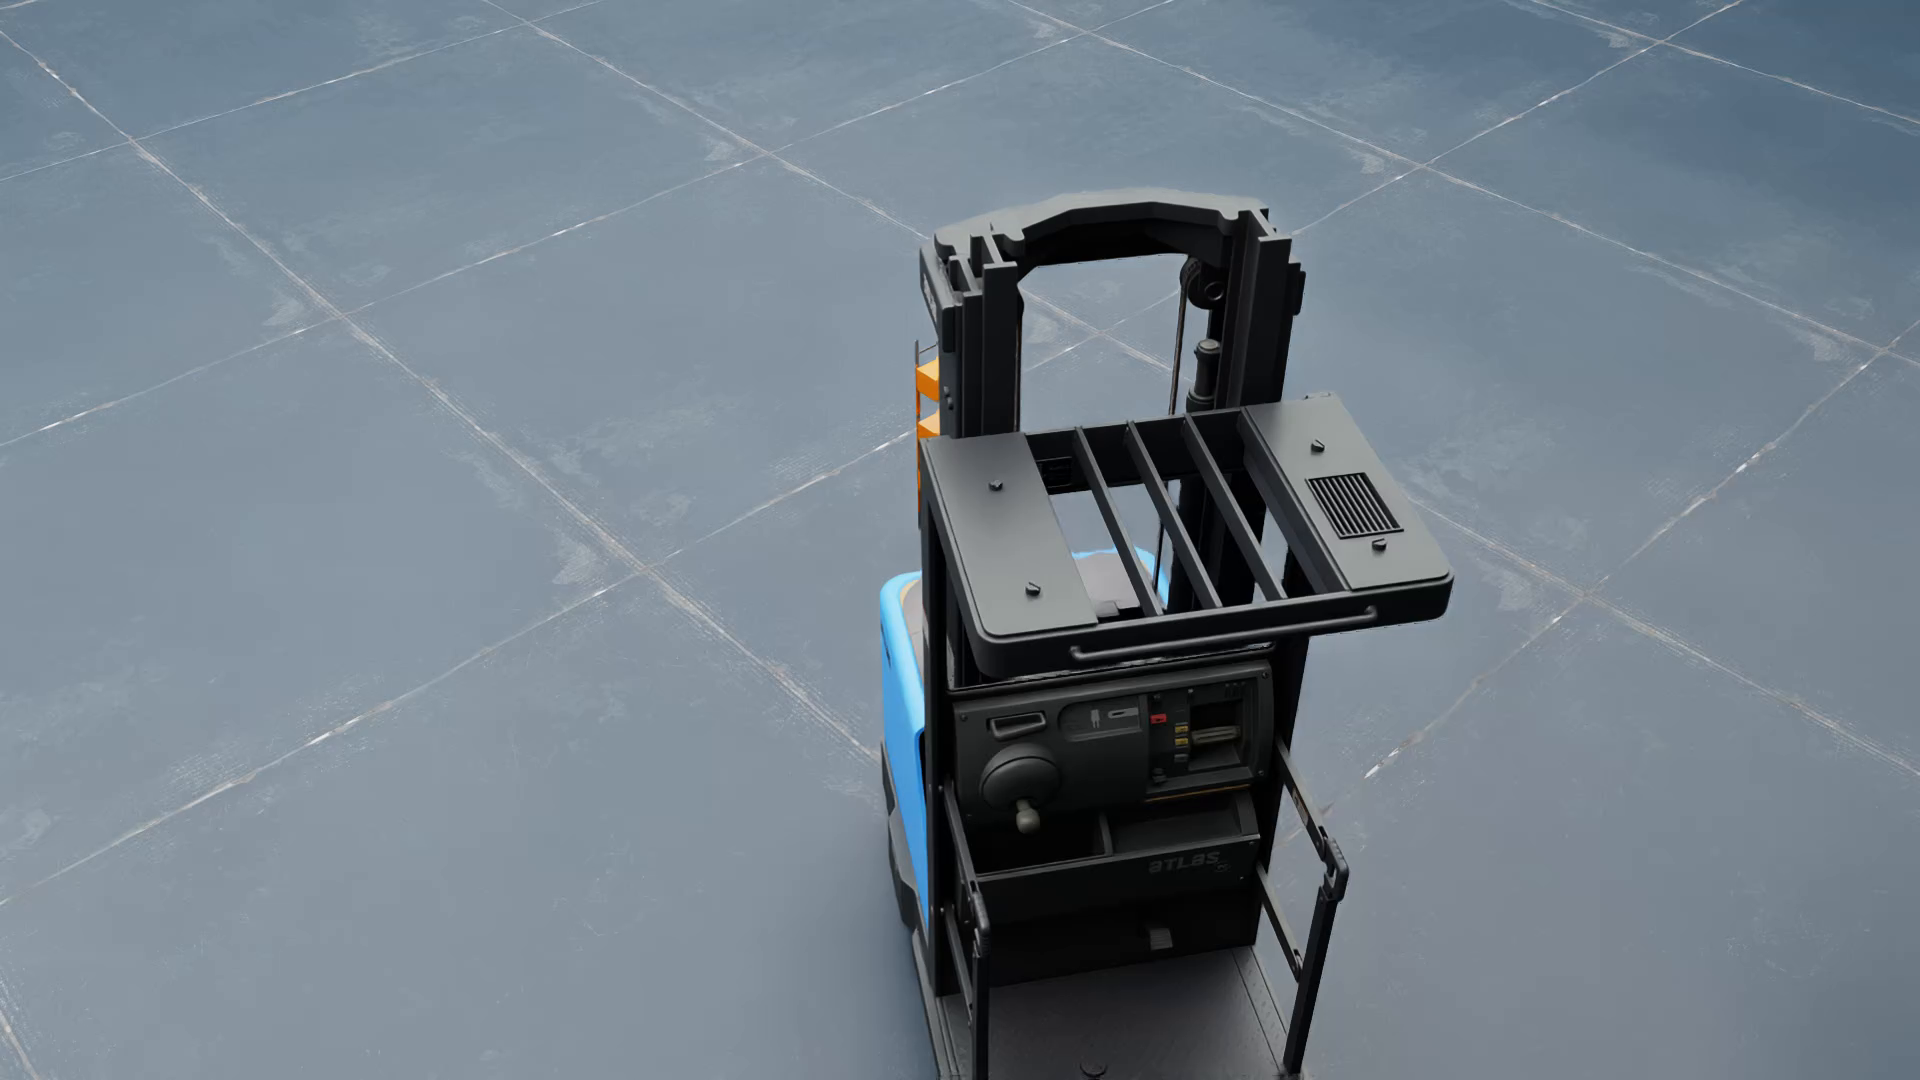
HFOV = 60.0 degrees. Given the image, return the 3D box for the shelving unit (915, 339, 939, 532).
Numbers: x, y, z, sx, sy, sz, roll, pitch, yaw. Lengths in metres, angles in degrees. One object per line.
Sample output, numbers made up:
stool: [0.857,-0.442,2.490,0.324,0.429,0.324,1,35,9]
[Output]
shelving unit: [-0.036,-0.433,7.451,0.215,1.050,0.252,-30,48,-32]

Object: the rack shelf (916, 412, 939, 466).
rack shelf: [-0.036,-0.425,7.457,0.215,0.259,0.240,-30,48,-32]

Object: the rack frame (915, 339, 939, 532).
rack frame: [-0.119,-0.490,7.521,0.200,1.050,0.008,-30,48,-32]

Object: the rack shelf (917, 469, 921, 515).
rack shelf: [-0.036,-0.209,7.632,0.215,0.259,0.240,-30,48,-32]

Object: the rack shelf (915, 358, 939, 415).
rack shelf: [-0.036,-0.646,7.279,0.215,0.259,0.240,-30,48,-32]

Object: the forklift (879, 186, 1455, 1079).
forklift: [0.490,0.670,4.588,1.130,2.935,3.031,-7,39,-9]
